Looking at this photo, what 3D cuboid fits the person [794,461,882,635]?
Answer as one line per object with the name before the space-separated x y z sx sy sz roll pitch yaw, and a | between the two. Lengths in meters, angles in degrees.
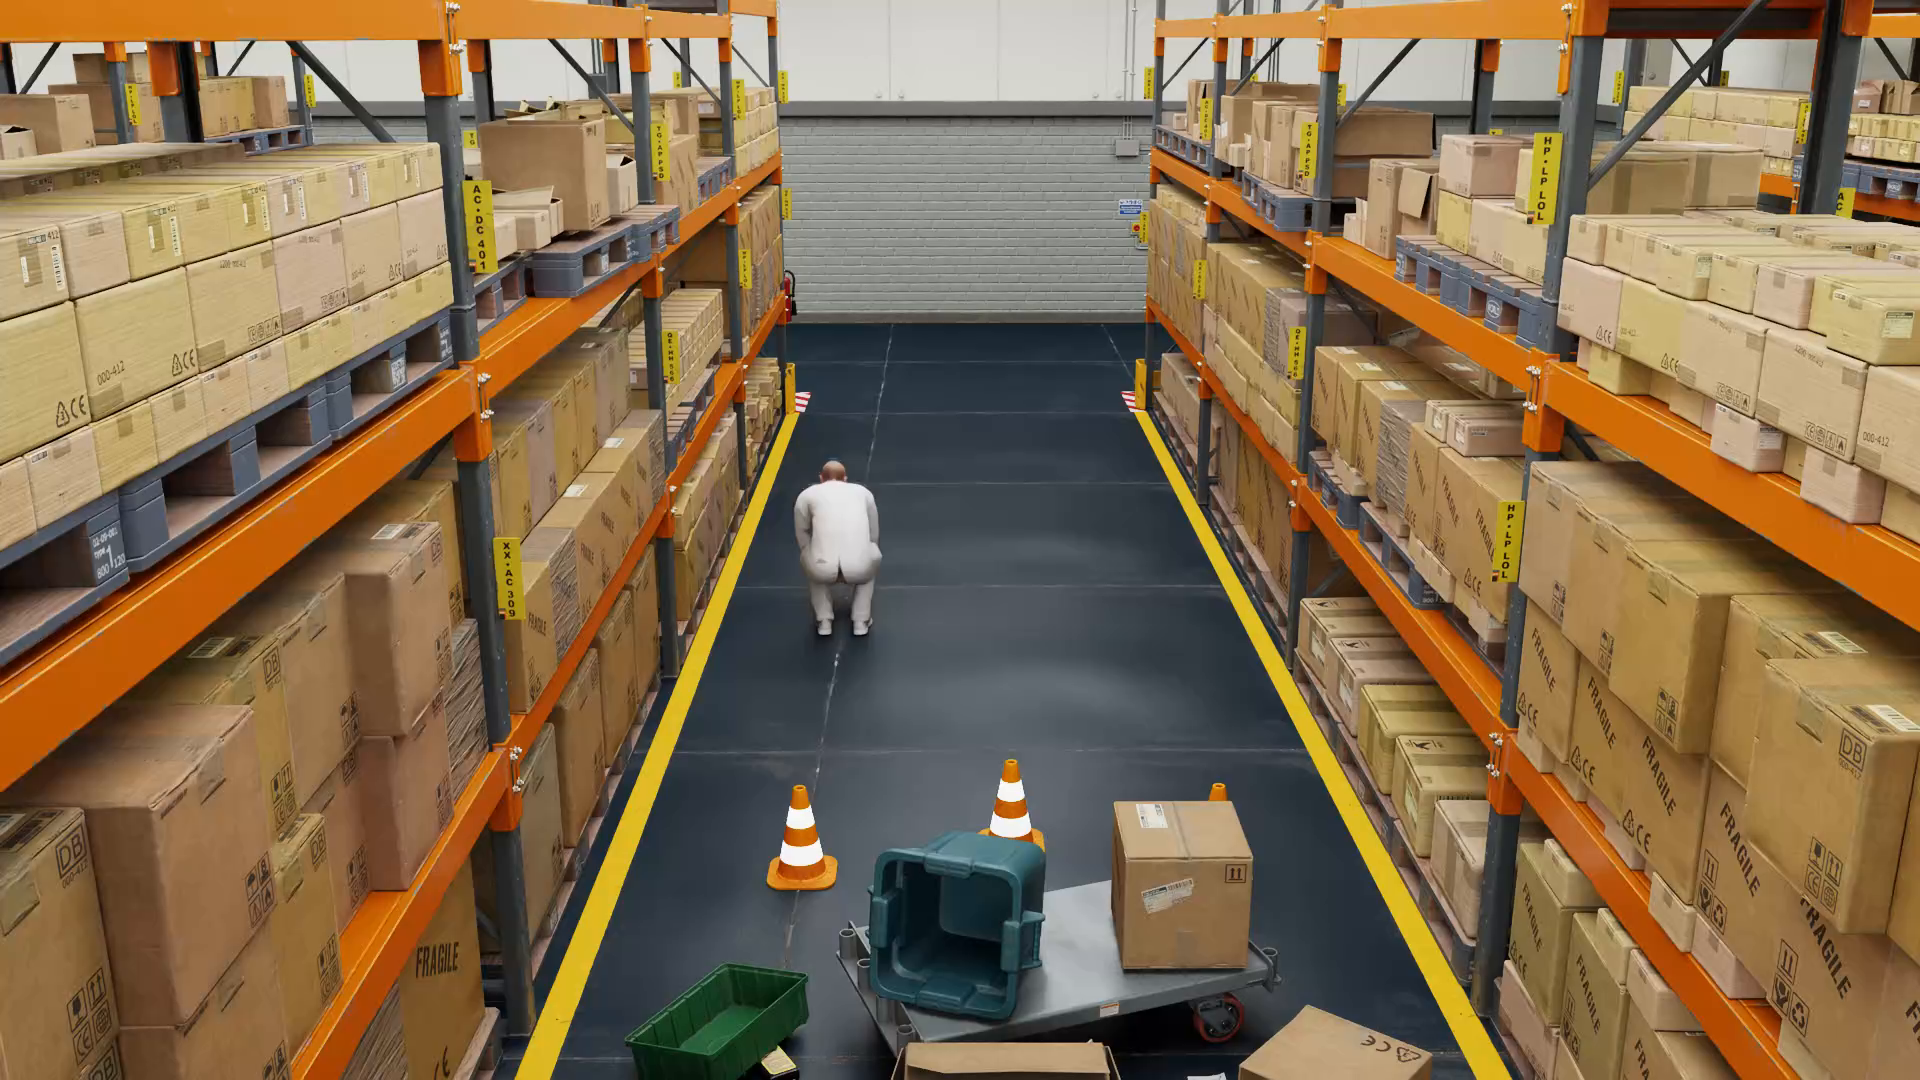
person | -0.846 0.058 11.547 0.615 1.101 0.876 0 17 -1
